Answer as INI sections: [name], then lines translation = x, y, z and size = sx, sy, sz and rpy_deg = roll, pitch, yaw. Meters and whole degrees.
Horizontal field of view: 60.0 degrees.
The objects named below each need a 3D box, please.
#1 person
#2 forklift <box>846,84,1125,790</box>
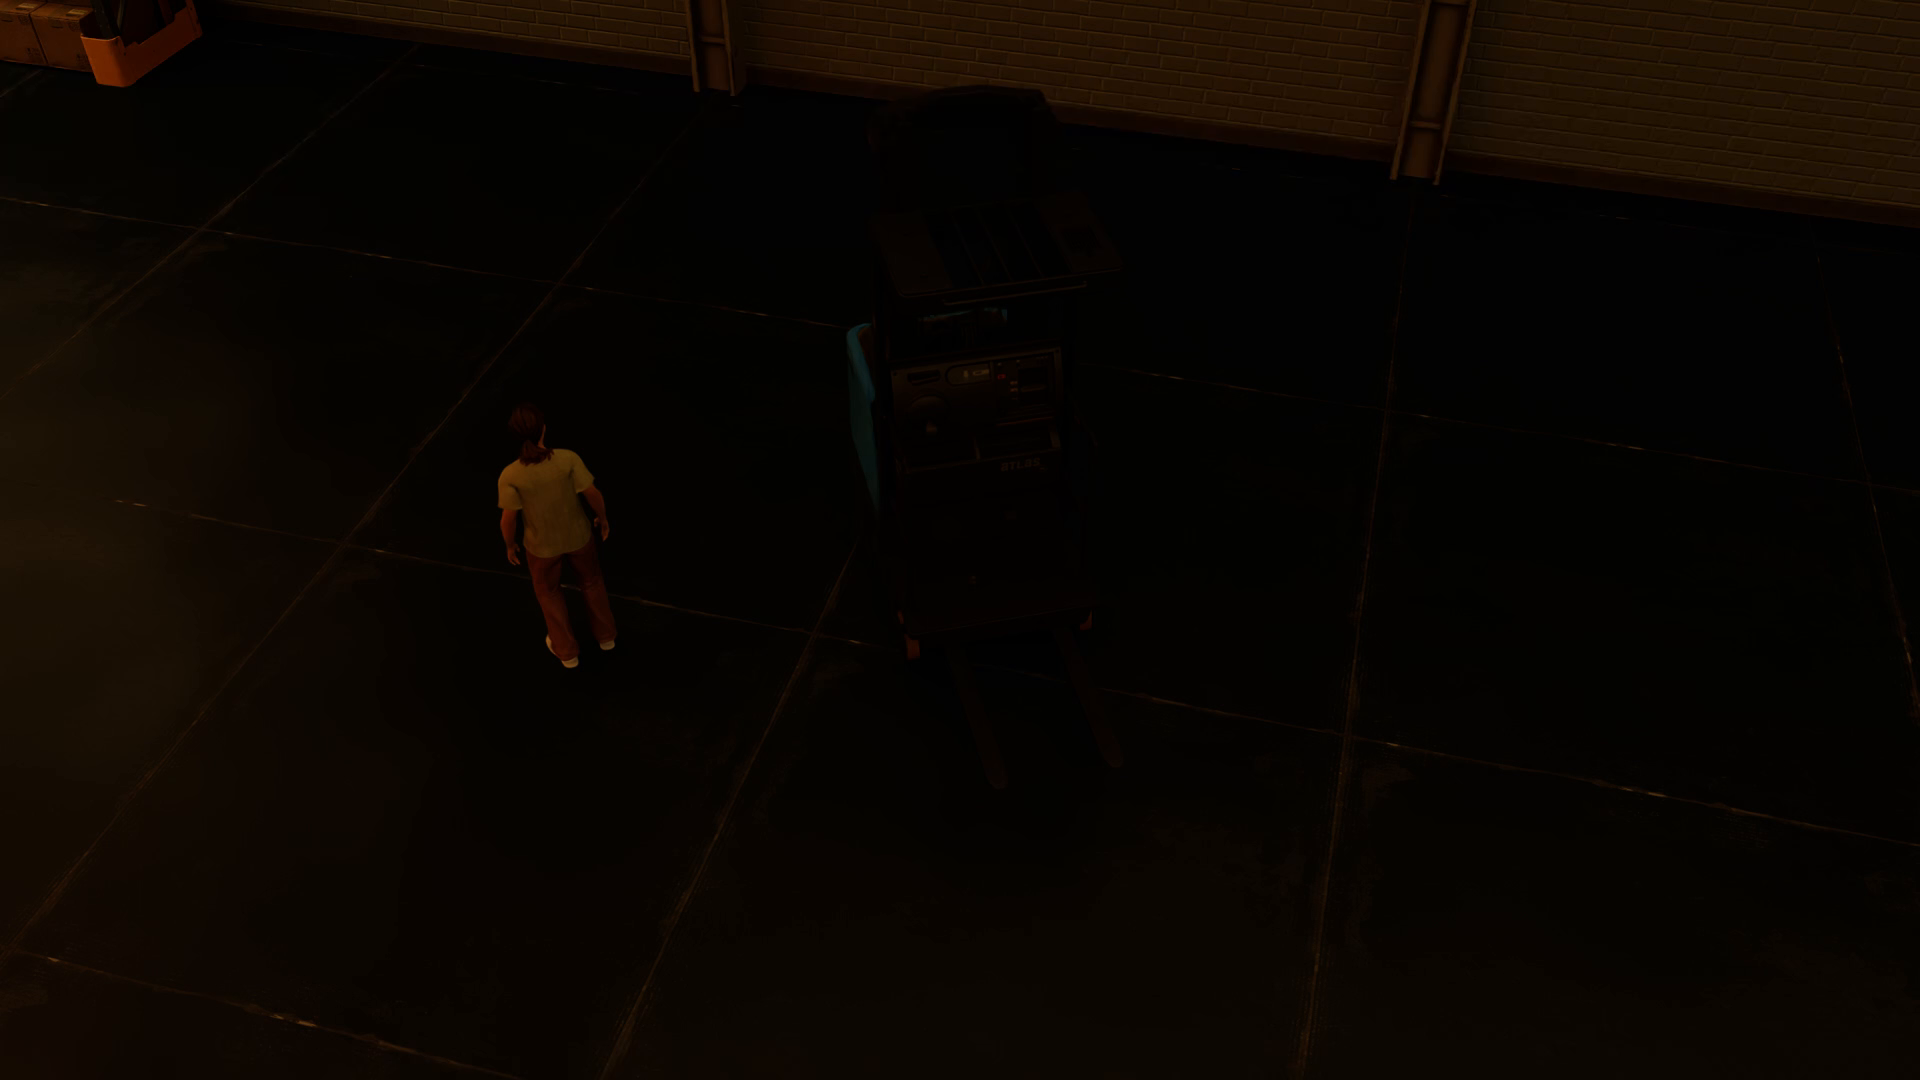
[person]
translation = -2.149, -0.028, 8.851
size = 0.557, 1.670, 0.387
rpy_deg = -17, 44, -19
[forklift]
translation = 0.146, -0.707, 8.668
size = 1.130, 2.935, 3.031
rpy_deg = -9, 42, -10
